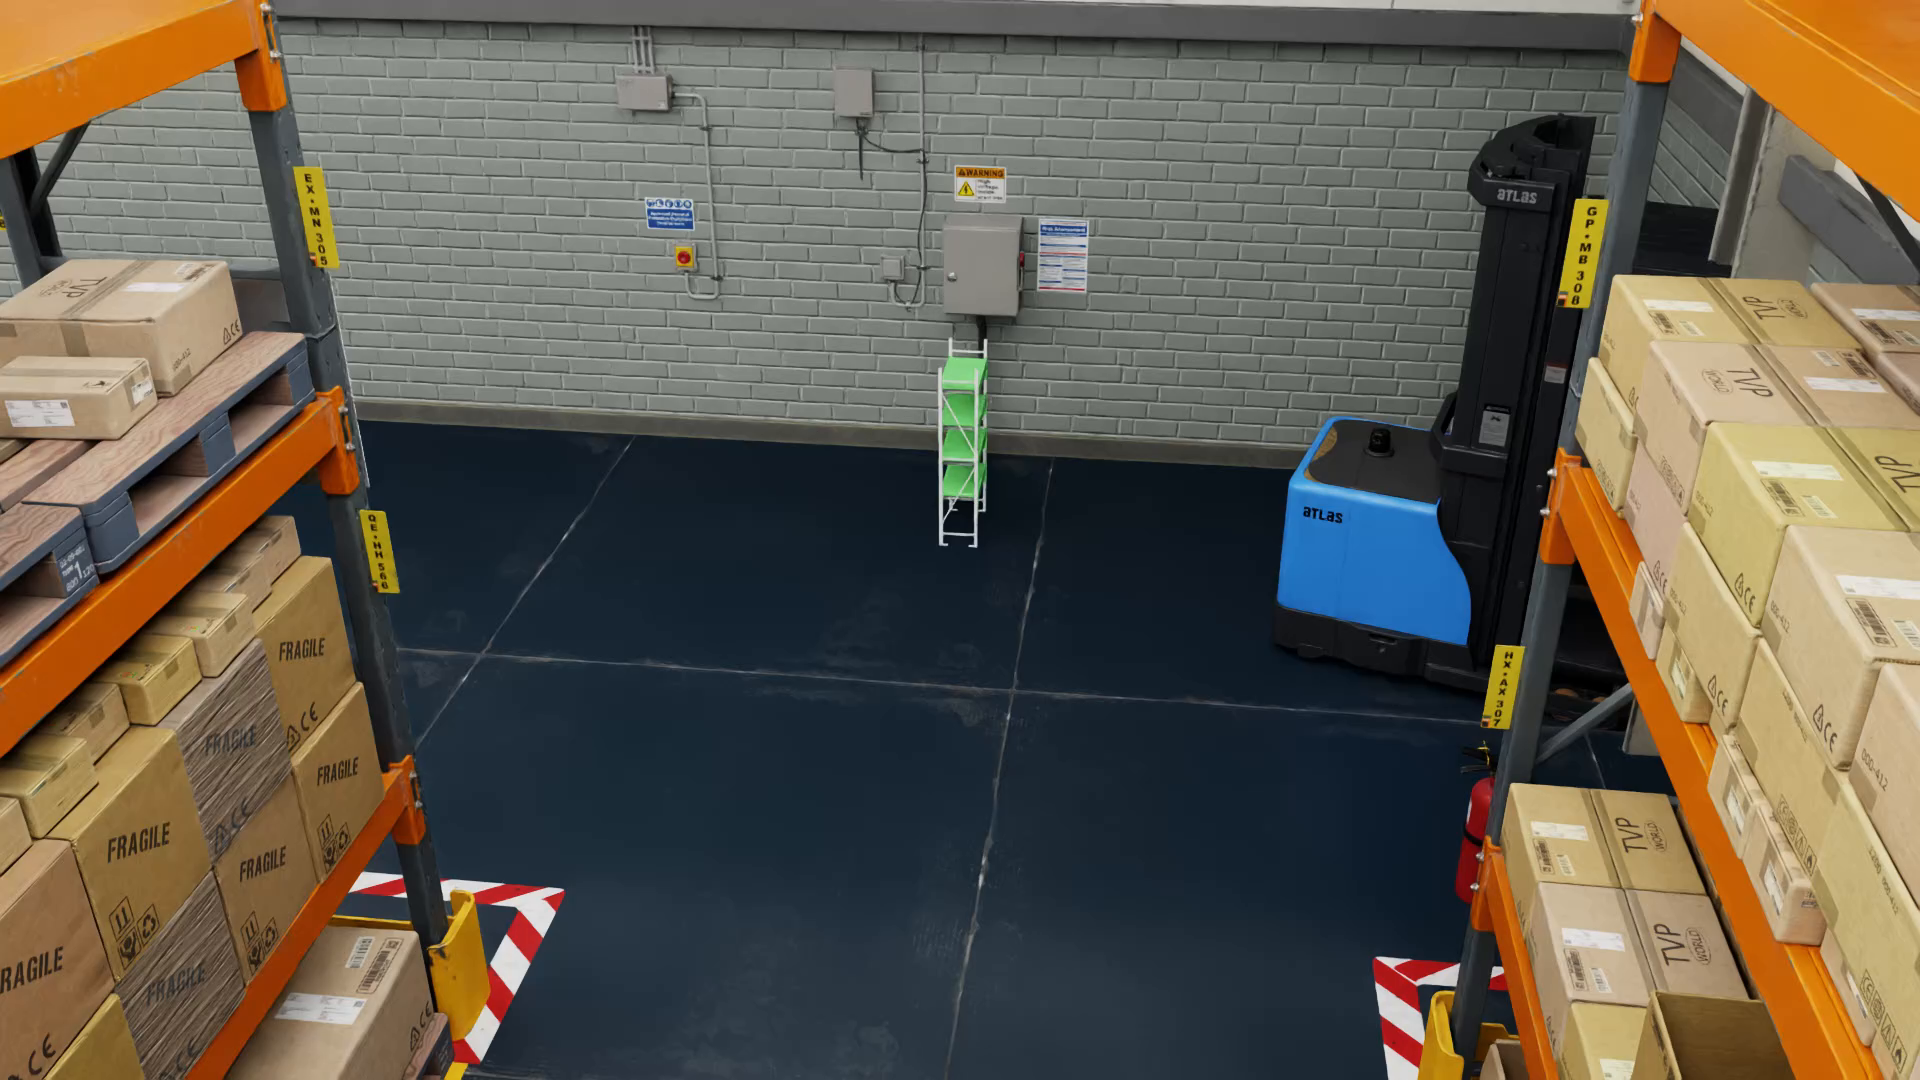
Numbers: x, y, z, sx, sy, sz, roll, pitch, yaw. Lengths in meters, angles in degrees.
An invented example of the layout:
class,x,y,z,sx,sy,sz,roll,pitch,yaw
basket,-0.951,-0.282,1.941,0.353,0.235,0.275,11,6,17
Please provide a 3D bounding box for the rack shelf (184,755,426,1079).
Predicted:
class,x,y,z,sx,sy,sz,roll,pitch,yaw
rack shelf,-2.819,1.877,4.654,1.077,0.370,4.000,3,28,6

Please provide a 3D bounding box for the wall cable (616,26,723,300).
class,x,y,z,sx,sy,sz,roll,pitch,yaw
wall cable,-1.906,-2.498,10.912,0.585,1.953,0.123,3,28,6

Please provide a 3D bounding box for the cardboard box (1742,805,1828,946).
class,x,y,z,sx,sy,sz,roll,pitch,yaw
cardboard box,1.773,0.666,3.246,0.380,0.149,0.250,4,29,7

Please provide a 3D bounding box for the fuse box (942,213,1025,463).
class,x,y,z,sx,sy,sz,roll,pitch,yaw
fuse box,0.161,-1.279,11.112,0.539,1.711,0.414,3,28,6

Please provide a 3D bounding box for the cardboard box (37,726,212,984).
class,x,y,z,sx,sy,sz,roll,pitch,yaw
cardboard box,-2.495,0.856,4.631,0.500,0.500,0.500,3,28,6

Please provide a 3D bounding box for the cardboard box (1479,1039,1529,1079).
class,x,y,z,sx,sy,sz,roll,pitch,yaw
cardboard box,2.184,2.102,5.667,0.797,0.503,0.637,2,28,4

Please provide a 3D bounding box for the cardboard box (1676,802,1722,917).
class,x,y,z,sx,sy,sz,roll,pitch,yaw
cardboard box,2.560,1.073,5.233,0.500,0.250,0.500,4,29,8

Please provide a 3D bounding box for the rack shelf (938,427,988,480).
class,x,y,z,sx,sy,sz,roll,pitch,yaw
rack shelf,0.020,-0.550,10.432,0.258,0.148,0.480,3,28,6

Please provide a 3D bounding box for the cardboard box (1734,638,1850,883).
class,x,y,z,sx,sy,sz,roll,pitch,yaw
cardboard box,1.870,0.439,3.247,0.500,0.250,0.500,3,28,5

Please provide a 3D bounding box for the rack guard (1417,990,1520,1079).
class,x,y,z,sx,sy,sz,roll,pitch,yaw
rack guard,2.344,2.042,6.225,1.175,0.500,0.348,3,28,6

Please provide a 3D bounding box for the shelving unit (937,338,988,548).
class,x,y,z,sx,sy,sz,roll,pitch,yaw
shelving unit,0.020,-0.606,10.402,0.258,1.200,0.503,3,28,6

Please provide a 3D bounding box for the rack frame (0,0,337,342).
class,x,y,z,sx,sy,sz,roll,pitch,yaw
rack frame,-2.574,-2.022,4.808,1.000,3.000,0.127,3,28,6

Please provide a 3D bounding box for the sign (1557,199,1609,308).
class,x,y,z,sx,sy,sz,roll,pitch,yaw
sign,1.815,-0.831,4.838,0.100,0.325,0.005,3,28,6

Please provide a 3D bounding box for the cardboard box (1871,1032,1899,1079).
class,x,y,z,sx,sy,sz,roll,pitch,yaw
cardboard box,1.785,0.912,2.790,0.380,0.149,0.250,4,29,8

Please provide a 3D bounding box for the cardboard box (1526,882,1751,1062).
class,x,y,z,sx,sy,sz,roll,pitch,yaw
cardboard box,1.969,1.276,4.856,0.500,0.250,0.500,4,29,7

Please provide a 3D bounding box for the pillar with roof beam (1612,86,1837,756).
class,x,y,z,sx,sy,sz,roll,pitch,yaw
pillar with roof beam,-0.695,-3.203,6.999,9.100,9.000,0.400,3,28,6

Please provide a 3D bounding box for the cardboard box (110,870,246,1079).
class,x,y,z,sx,sy,sz,roll,pitch,yaw
cardboard box,-2.500,1.295,4.870,0.500,0.500,0.500,4,29,8

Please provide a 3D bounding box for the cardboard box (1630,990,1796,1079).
class,x,y,z,sx,sy,sz,roll,pitch,yaw
cardboard box,1.847,1.415,3.808,0.500,0.500,0.500,4,29,7

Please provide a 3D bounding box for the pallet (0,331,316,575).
class,x,y,z,sx,sy,sz,roll,pitch,yaw
pallet,-2.654,-0.313,4.891,1.003,0.211,1.213,3,28,6

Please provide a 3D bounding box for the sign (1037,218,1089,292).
class,x,y,z,sx,sy,sz,roll,pitch,yaw
sign,0.677,-1.873,10.956,0.329,0.494,0.001,3,28,6

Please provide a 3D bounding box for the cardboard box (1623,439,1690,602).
class,x,y,z,sx,sy,sz,roll,pitch,yaw
cardboard box,1.986,-0.046,4.148,0.500,0.250,0.500,4,29,7

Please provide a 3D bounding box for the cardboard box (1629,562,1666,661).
class,x,y,z,sx,sy,sz,roll,pitch,yaw
cardboard box,1.896,0.188,4.132,0.380,0.149,0.250,4,29,7

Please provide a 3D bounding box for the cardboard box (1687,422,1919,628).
class,x,y,z,sx,sy,sz,roll,pitch,yaw
cardboard box,1.921,-0.030,3.590,0.500,0.250,0.500,3,28,5

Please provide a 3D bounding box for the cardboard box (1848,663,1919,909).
class,x,y,z,sx,sy,sz,roll,pitch,yaw
cardboard box,1.810,0.454,2.692,0.500,0.250,0.500,4,29,7

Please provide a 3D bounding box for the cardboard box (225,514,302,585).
class,x,y,z,sx,sy,sz,roll,pitch,yaw
cardboard box,-2.419,0.030,5.481,0.380,0.149,0.250,4,29,7

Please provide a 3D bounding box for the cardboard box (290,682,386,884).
class,x,y,z,sx,sy,sz,roll,pitch,yaw
cardboard box,-2.370,0.817,5.757,0.500,0.500,0.500,4,29,6

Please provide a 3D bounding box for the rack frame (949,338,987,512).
class,x,y,z,sx,sy,sz,roll,pitch,yaw
rack frame,0.050,-0.721,10.615,0.240,1.200,0.015,3,28,6

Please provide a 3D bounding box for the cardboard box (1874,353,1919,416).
class,x,y,z,sx,sy,sz,roll,pitch,yaw
cardboard box,2.511,-0.230,3.961,0.500,0.250,0.500,3,28,5

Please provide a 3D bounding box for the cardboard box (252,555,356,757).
class,x,y,z,sx,sy,sz,roll,pitch,yaw
cardboard box,-2.396,0.375,5.523,0.500,0.500,0.500,4,29,8

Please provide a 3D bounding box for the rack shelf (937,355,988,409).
class,x,y,z,sx,sy,sz,roll,pitch,yaw
rack shelf,0.020,-0.972,10.205,0.258,0.148,0.480,3,28,6

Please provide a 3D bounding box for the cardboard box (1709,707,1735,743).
class,x,y,z,sx,sy,sz,roll,pitch,yaw
cardboard box,1.902,0.432,3.680,0.380,0.149,0.250,3,28,6

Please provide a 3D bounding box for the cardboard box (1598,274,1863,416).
class,x,y,z,sx,sy,sz,roll,pitch,yaw
cardboard box,2.049,-0.506,4.473,0.500,0.250,0.500,3,28,6

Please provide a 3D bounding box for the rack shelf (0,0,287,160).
class,x,y,z,sx,sy,sz,roll,pitch,yaw
rack shelf,-2.819,-0.588,3.326,1.077,0.370,4.000,3,28,6

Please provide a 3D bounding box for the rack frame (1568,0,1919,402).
class,x,y,z,sx,sy,sz,roll,pitch,yaw
rack frame,2.353,-1.736,4.276,1.000,3.000,0.127,3,28,6

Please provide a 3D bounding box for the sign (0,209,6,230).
class,x,y,z,sx,sy,sz,roll,pitch,yaw
sign,-3.124,-1.156,5.358,0.100,0.325,0.005,3,28,6

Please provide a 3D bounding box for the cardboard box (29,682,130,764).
class,x,y,z,sx,sy,sz,roll,pitch,yaw
cardboard box,-2.548,0.512,4.585,0.380,0.149,0.250,3,28,6

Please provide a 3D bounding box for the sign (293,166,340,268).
class,x,y,z,sx,sy,sz,roll,pitch,yaw
sign,-2.037,-1.019,5.257,0.100,0.325,0.005,3,28,6

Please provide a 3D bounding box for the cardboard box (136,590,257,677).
class,x,y,z,sx,sy,sz,roll,pitch,yaw
cardboard box,-2.374,0.277,5.022,0.380,0.149,0.250,3,28,6

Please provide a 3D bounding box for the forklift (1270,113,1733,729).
class,x,y,z,sx,sy,sz,roll,pitch,yaw
forklift,3.314,-0.587,8.542,3.031,2.935,1.130,12,31,21

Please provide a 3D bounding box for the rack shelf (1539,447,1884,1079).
class,x,y,z,sx,sy,sz,roll,pitch,yaw
rack shelf,2.108,0.843,3.410,1.077,0.370,4.000,3,28,6

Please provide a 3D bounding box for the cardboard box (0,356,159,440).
class,x,y,z,sx,sy,sz,roll,pitch,yaw
cardboard box,-2.511,-0.401,4.678,0.380,0.149,0.250,1,28,2

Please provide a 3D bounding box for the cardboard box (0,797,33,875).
class,x,y,z,sx,sy,sz,roll,pitch,yaw
cardboard box,-2.572,0.756,4.133,0.380,0.149,0.250,4,29,8
